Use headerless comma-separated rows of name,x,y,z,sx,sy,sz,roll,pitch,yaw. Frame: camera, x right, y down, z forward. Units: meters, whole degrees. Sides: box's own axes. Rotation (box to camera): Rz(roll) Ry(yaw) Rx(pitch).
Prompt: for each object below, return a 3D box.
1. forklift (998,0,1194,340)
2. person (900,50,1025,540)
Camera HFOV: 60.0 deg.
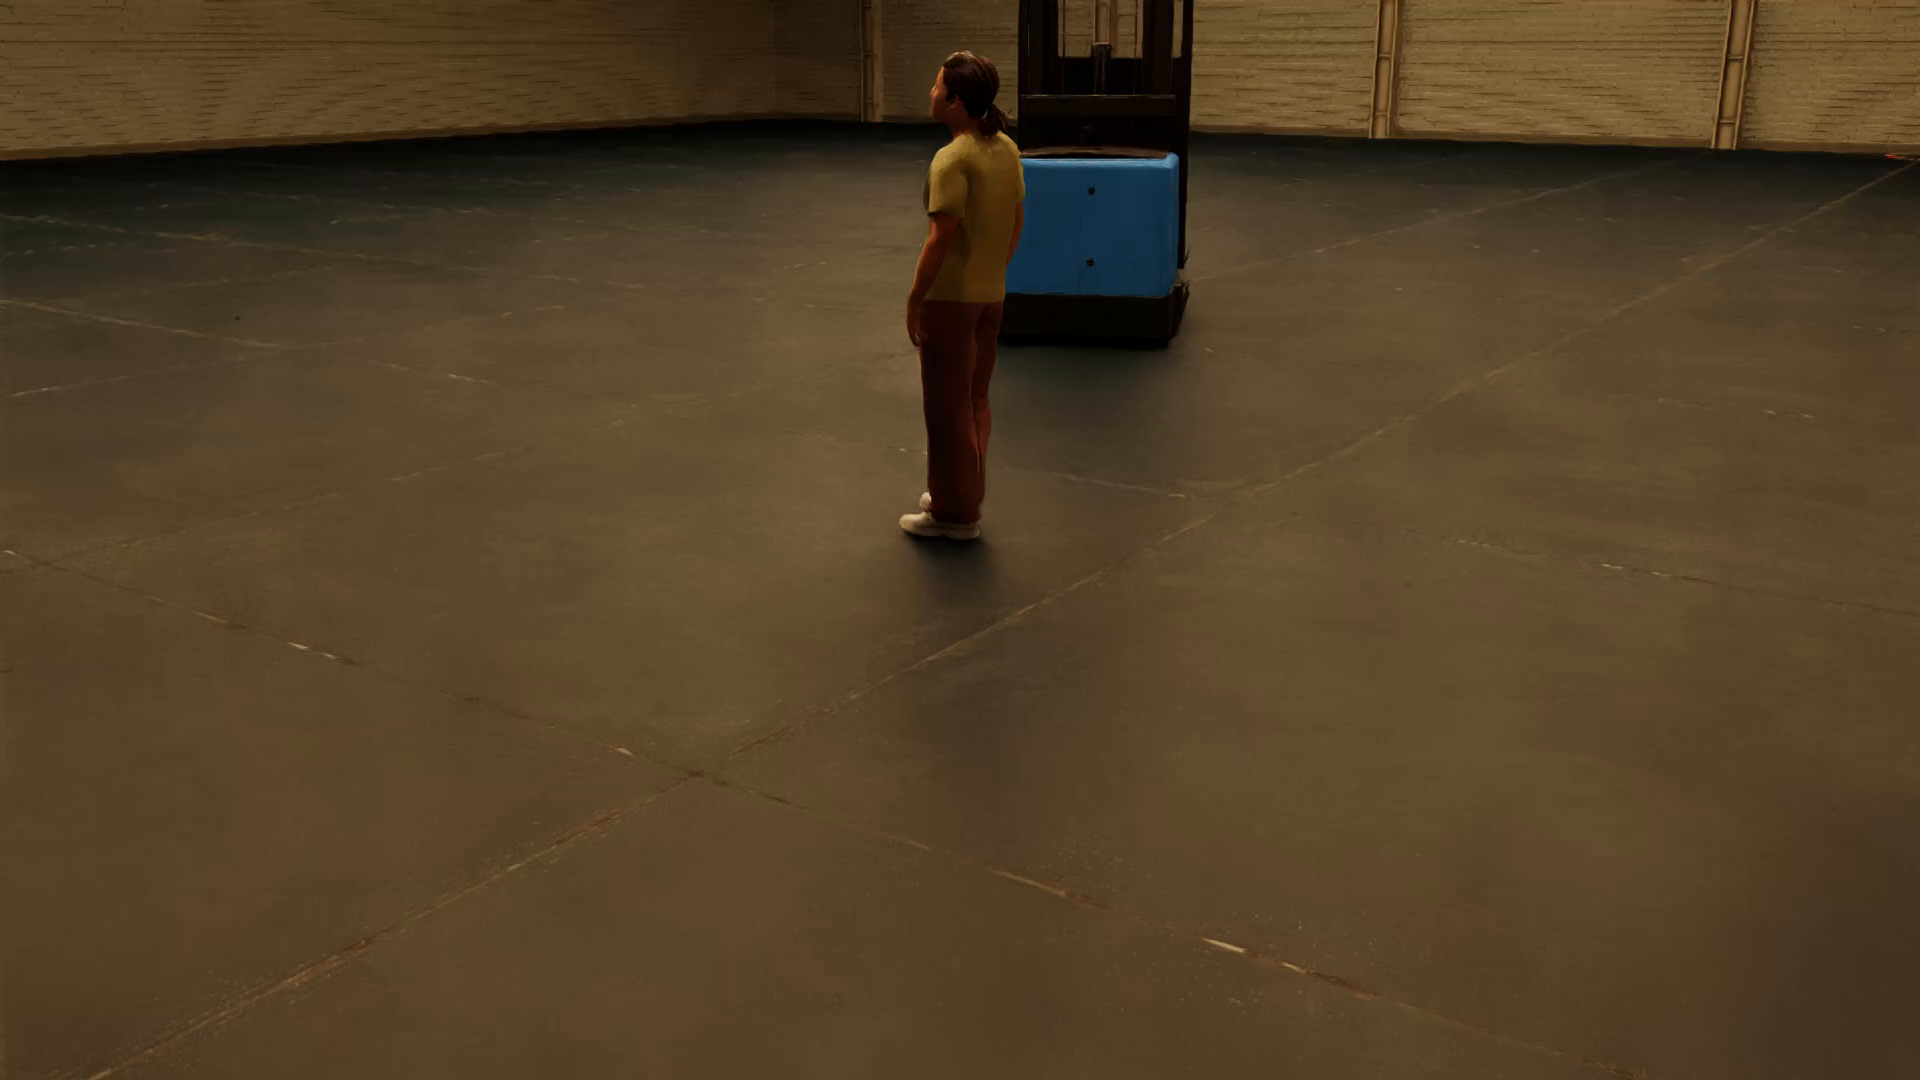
forklift,0.951,-2.952,10.703,1.130,2.935,3.031,3,17,10
person,-0.055,-0.824,5.755,0.548,1.674,0.554,11,20,33
